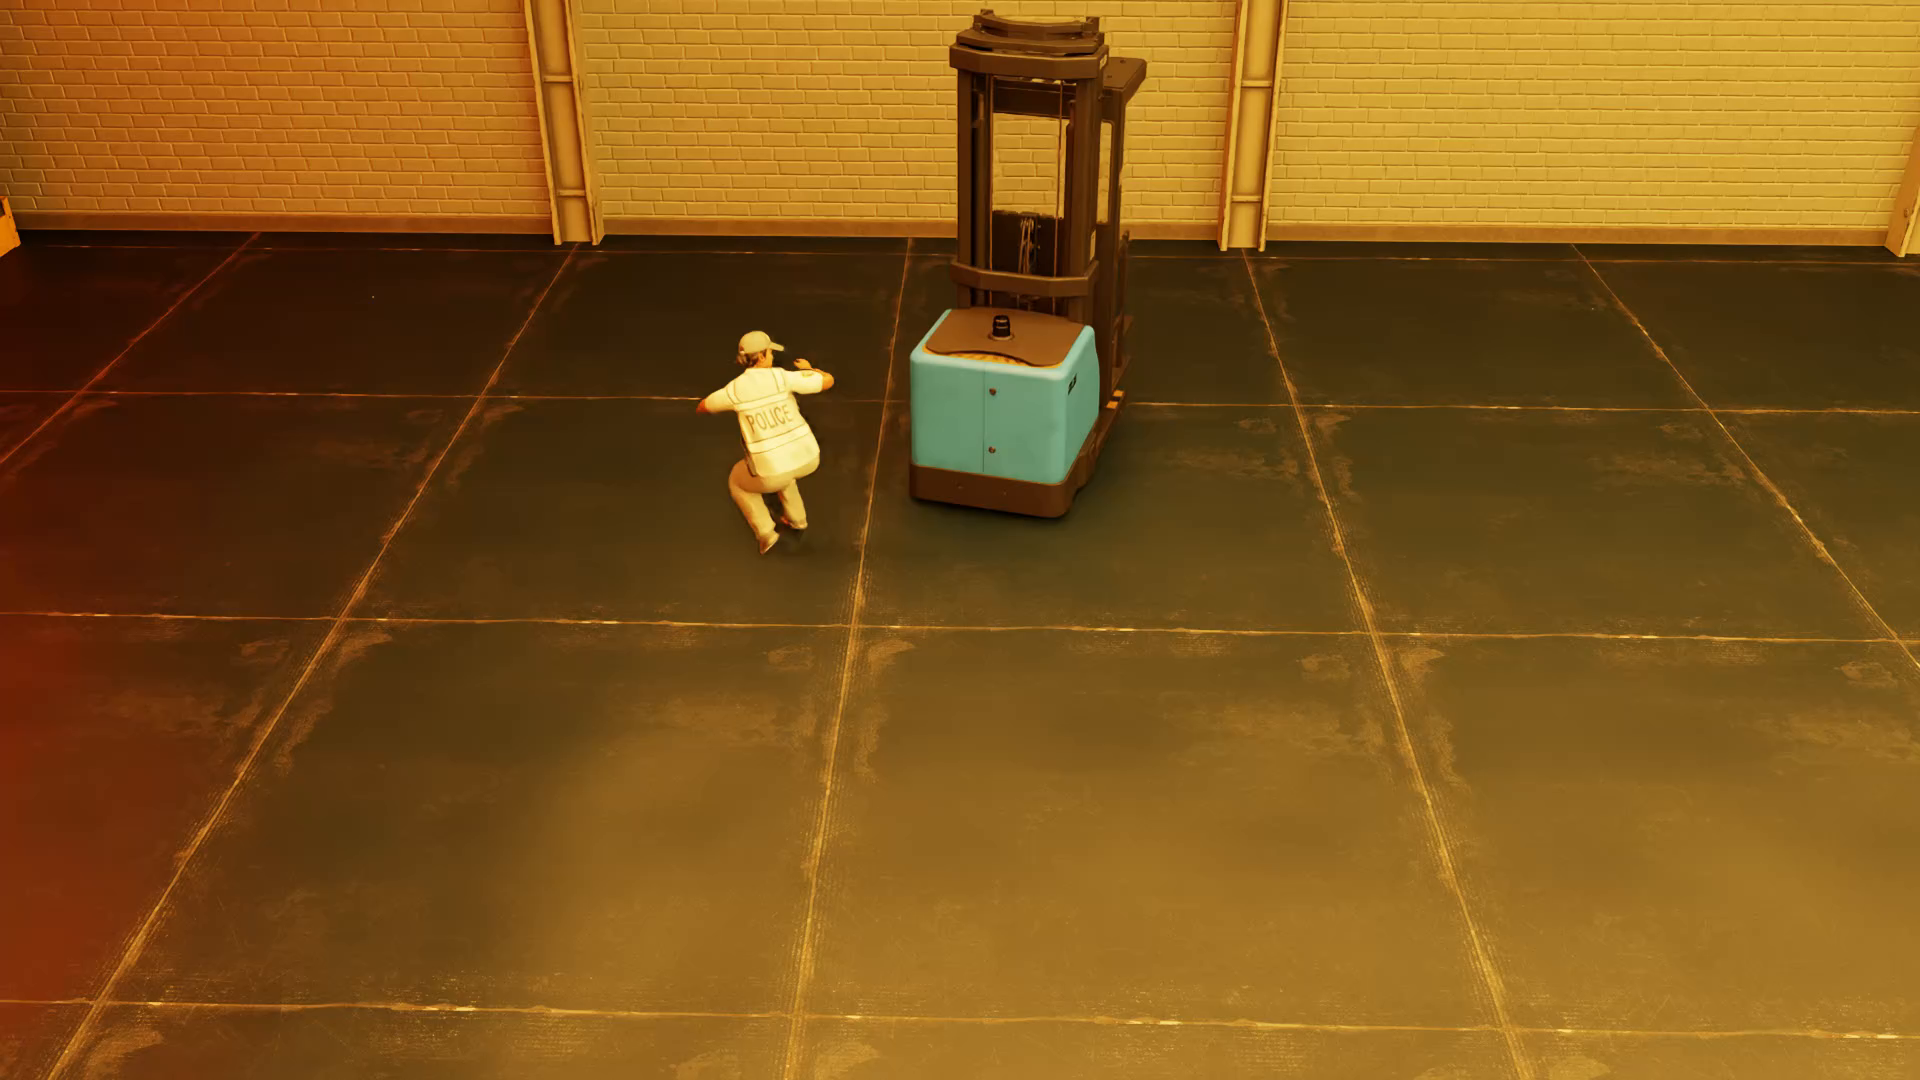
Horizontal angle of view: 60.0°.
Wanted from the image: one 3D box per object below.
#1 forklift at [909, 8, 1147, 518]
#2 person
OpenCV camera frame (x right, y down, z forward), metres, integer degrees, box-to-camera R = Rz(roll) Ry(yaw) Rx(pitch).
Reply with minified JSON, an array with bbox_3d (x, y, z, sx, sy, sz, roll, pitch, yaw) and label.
[{"bbox_3d":[0.588,-2.142,11.246,1.130,2.935,3.031,9,32,15],"label":"forklift"},{"bbox_3d":[-1.187,-0.649,10.251,0.730,1.399,0.950,-15,34,-24],"label":"person"}]
